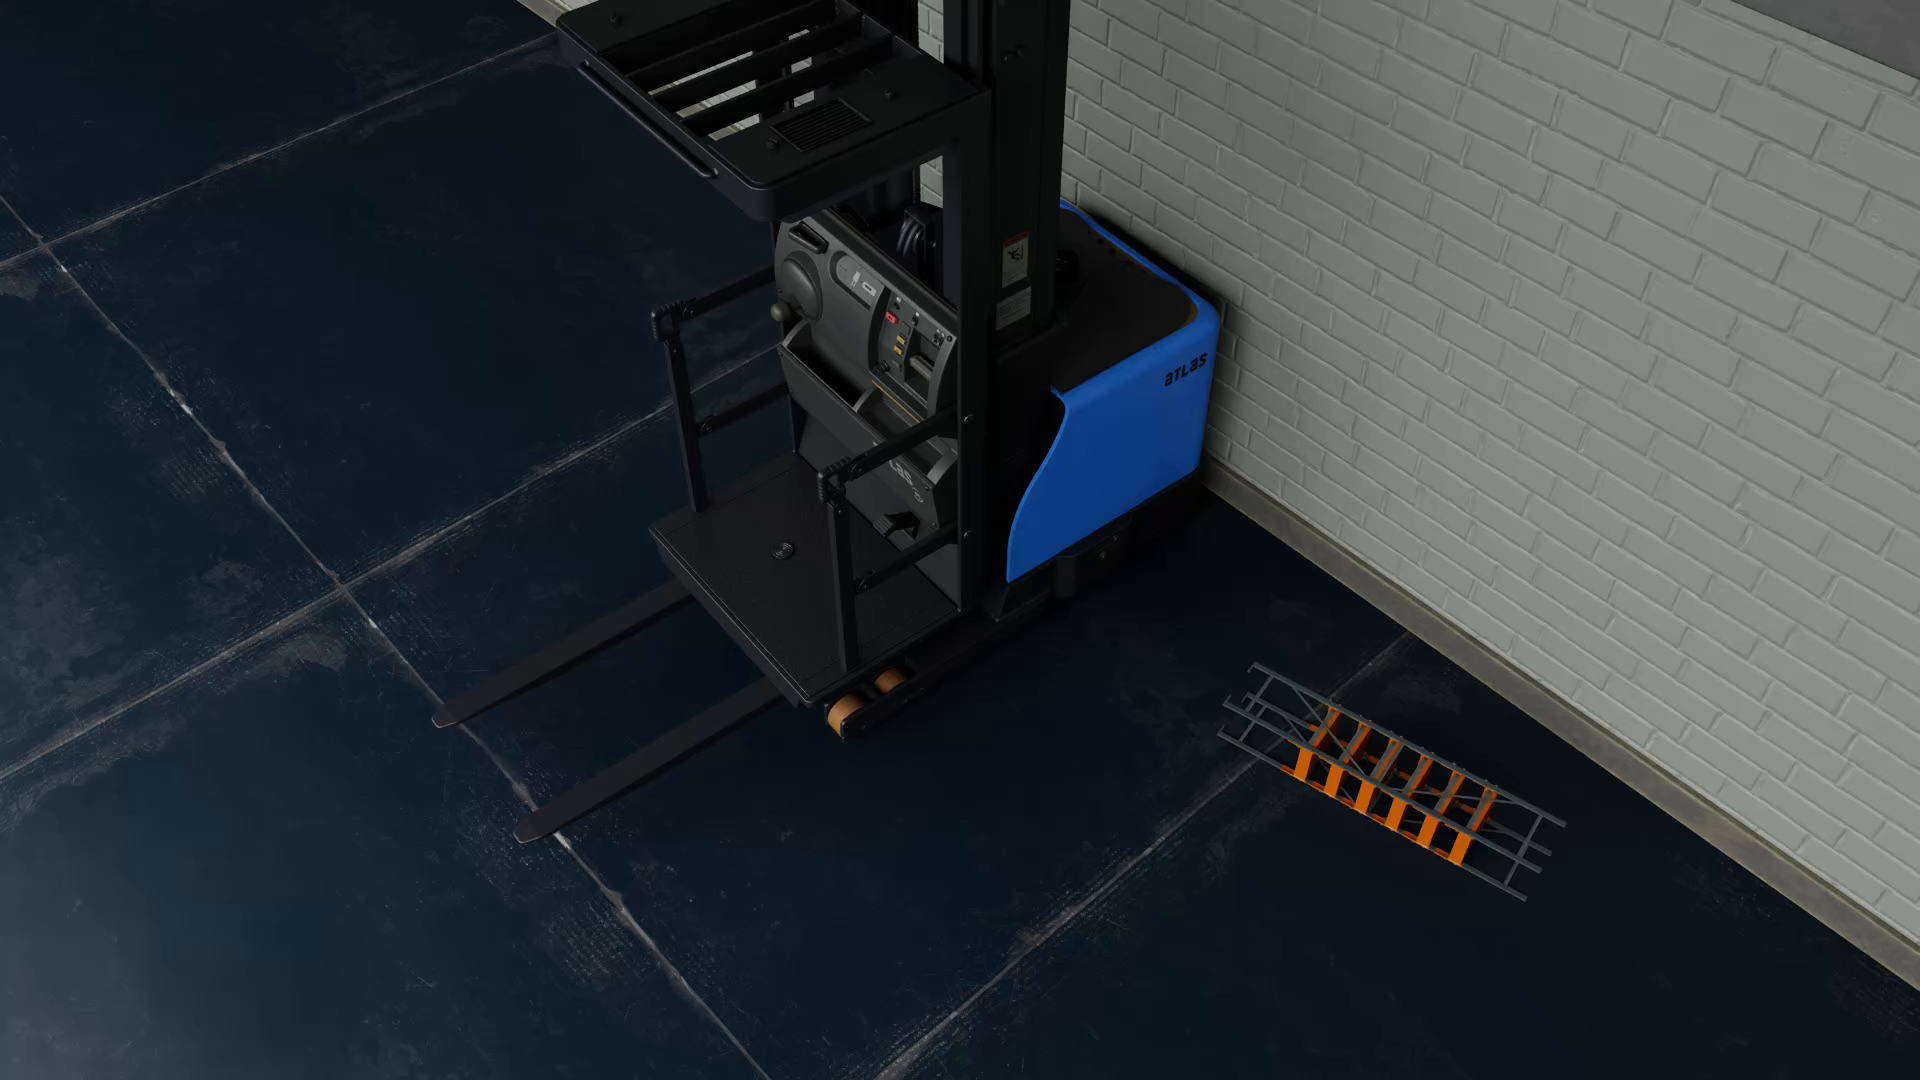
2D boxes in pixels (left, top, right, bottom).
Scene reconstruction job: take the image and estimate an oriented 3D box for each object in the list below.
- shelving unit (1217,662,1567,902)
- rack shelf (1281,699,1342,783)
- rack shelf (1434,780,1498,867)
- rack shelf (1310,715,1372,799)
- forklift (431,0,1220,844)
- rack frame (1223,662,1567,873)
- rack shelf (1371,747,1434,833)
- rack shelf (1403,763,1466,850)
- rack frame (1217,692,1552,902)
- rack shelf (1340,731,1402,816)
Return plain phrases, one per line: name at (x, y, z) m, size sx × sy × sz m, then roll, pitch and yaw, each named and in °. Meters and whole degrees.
shelving unit at (1.506, 0.840, 5.895) m, size 1.200 × 0.189 × 0.258 m, roll 28°, pitch 53°, yaw 23°
rack shelf at (1.274, 0.718, 6.005) m, size 0.103 × 0.180 × 0.258 m, roll 28°, pitch 53°, yaw 23°
rack shelf at (1.764, 0.975, 5.772) m, size 0.103 × 0.180 × 0.258 m, roll 28°, pitch 53°, yaw 23°
rack shelf at (1.372, 0.770, 5.958) m, size 0.103 × 0.180 × 0.258 m, roll 28°, pitch 53°, yaw 23°
forklift at (-0.490, -0.709, 5.463) m, size 3.031 × 2.935 × 1.130 m, roll -30°, pitch 54°, yaw -25°
rack frame at (1.507, 0.778, 5.827) m, size 1.200 × 0.006 × 0.240 m, roll 28°, pitch 53°, yaw 23°
rack shelf at (1.568, 0.873, 5.865) m, size 0.103 × 0.180 × 0.258 m, roll 28°, pitch 53°, yaw 23°
rack shelf at (1.666, 0.924, 5.819) m, size 0.103 × 0.180 × 0.258 m, roll 28°, pitch 53°, yaw 23°
rack frame at (1.506, 0.902, 5.962) m, size 1.200 × 0.006 × 0.240 m, roll 28°, pitch 53°, yaw 23°
rack shelf at (1.470, 0.821, 5.912) m, size 0.103 × 0.180 × 0.258 m, roll 28°, pitch 53°, yaw 23°
